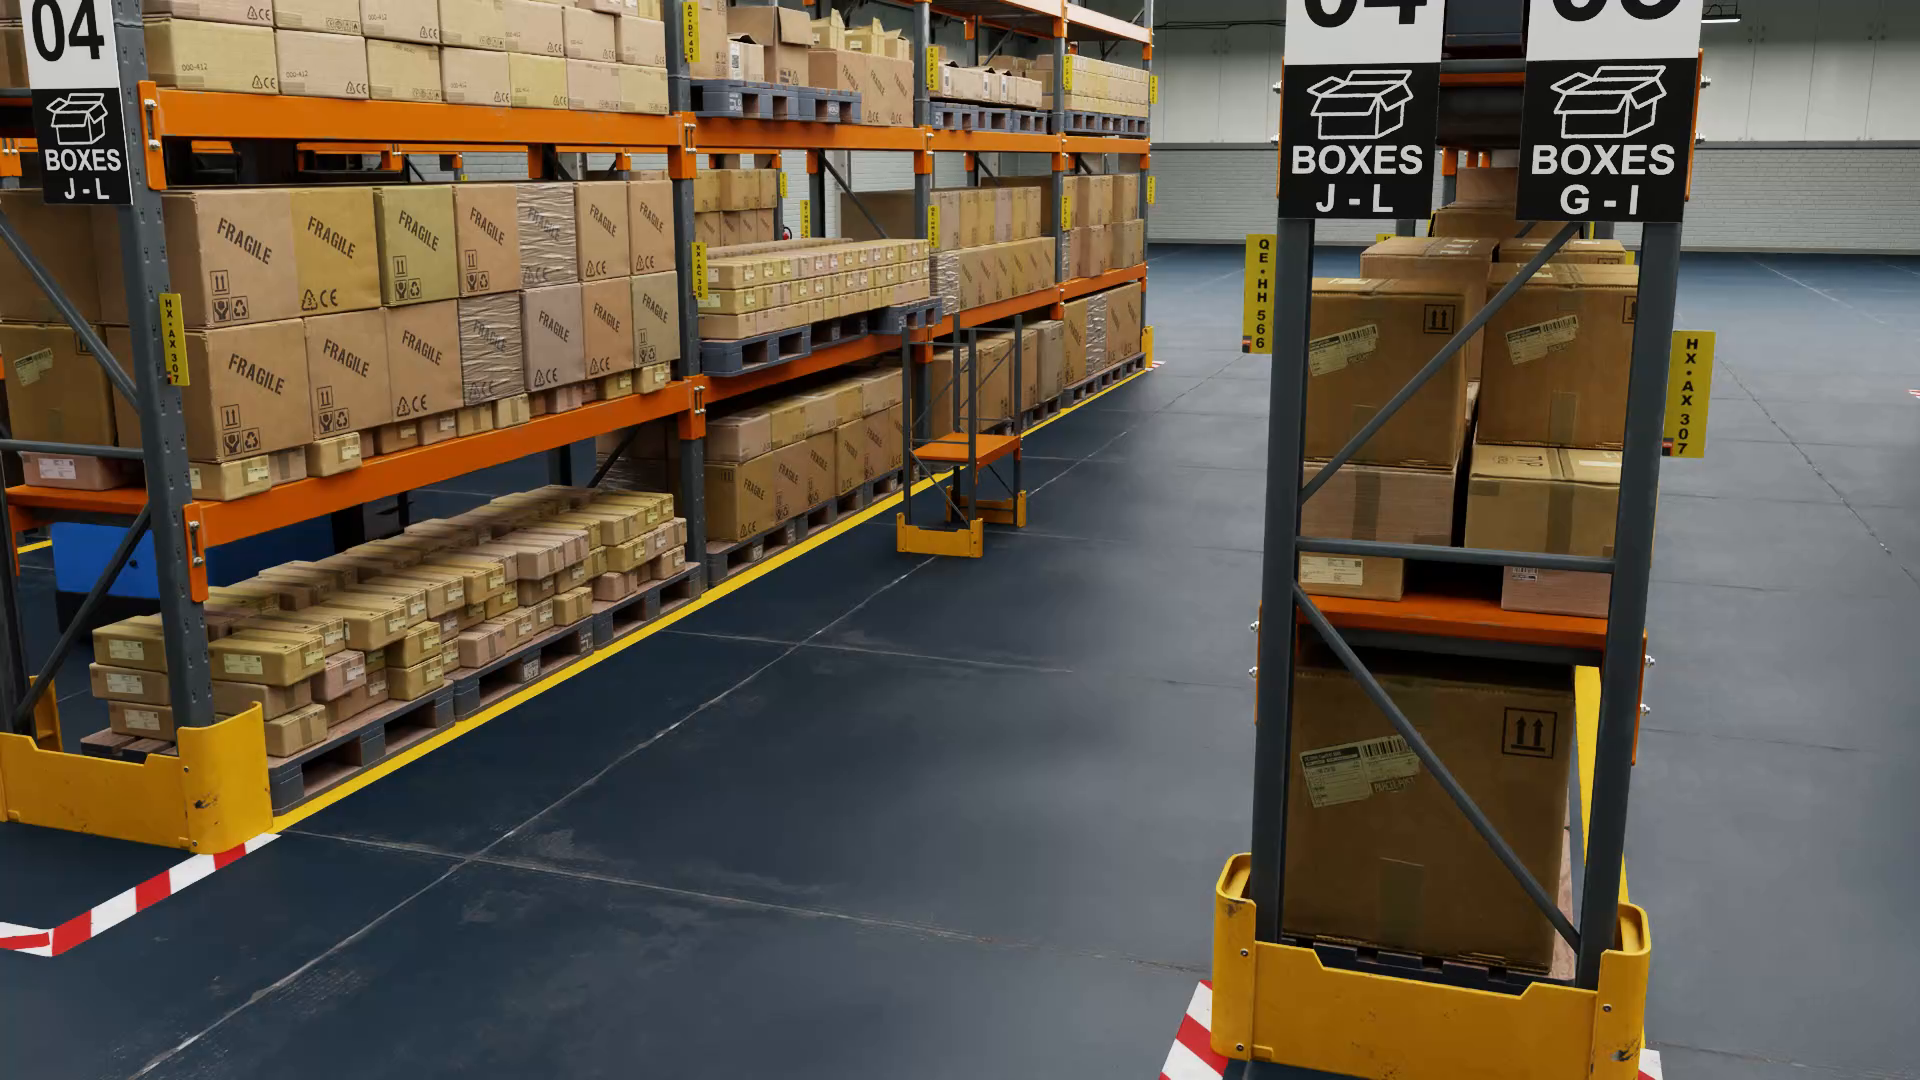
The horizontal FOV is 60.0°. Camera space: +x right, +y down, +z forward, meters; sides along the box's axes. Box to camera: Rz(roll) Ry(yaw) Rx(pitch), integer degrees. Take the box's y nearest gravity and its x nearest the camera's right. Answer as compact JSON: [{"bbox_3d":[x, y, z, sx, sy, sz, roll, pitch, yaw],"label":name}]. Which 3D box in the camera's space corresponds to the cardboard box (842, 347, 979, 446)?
[{"bbox_3d":[-0.450,-1.246,14.316,1.050,0.750,0.750,4,14,18],"label":"cardboard box"}]

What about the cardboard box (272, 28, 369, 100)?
[{"bbox_3d":[-2.758,-1.907,6.700,0.500,0.250,0.500,5,14,20],"label":"cardboard box"}]

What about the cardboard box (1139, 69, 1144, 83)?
[{"bbox_3d":[1.987,-5.535,19.859,0.380,0.149,0.250,4,14,19],"label":"cardboard box"}]

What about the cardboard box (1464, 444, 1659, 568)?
[{"bbox_3d":[1.751,-0.107,4.883,0.500,0.250,0.500,4,13,17],"label":"cardboard box"}]

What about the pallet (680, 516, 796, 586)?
[{"bbox_3d":[-1.775,0.022,10.918,1.003,0.211,1.213,4,14,18],"label":"pallet"}]

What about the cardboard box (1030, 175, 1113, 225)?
[{"bbox_3d":[1.251,-3.873,18.952,0.875,0.550,0.500,4,14,18],"label":"cardboard box"}]

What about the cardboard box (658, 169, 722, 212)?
[{"bbox_3d":[-3.350,-4.277,20.348,0.700,0.500,0.500,4,14,18],"label":"cardboard box"}]

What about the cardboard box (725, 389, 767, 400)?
[{"bbox_3d":[-1.688,-0.920,11.766,0.500,0.250,0.500,4,13,16],"label":"cardboard box"}]

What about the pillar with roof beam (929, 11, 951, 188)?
[{"bbox_3d":[3.203,-11.978,43.746,9.100,9.000,0.548,4,14,18],"label":"pillar with roof beam"}]

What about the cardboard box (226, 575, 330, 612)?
[{"bbox_3d":[-3.146,0.272,7.683,0.380,0.149,0.250,4,13,16],"label":"cardboard box"}]

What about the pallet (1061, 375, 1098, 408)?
[{"bbox_3d":[0.883,-1.653,18.256,1.003,0.211,1.213,4,14,18],"label":"pallet"}]

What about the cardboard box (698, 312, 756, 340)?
[{"bbox_3d":[-1.463,-1.306,10.089,0.380,0.149,0.250,4,13,16],"label":"cardboard box"}]

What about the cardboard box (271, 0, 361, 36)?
[{"bbox_3d":[-2.764,-2.148,6.631,0.500,0.250,0.500,4,14,18],"label":"cardboard box"}]

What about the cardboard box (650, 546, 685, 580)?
[{"bbox_3d":[-1.830,0.119,9.690,0.380,0.149,0.250,5,14,19],"label":"cardboard box"}]

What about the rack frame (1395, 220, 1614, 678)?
[{"bbox_3d":[2.635,-0.795,8.231,1.000,3.000,0.127,4,14,18],"label":"rack frame"}]

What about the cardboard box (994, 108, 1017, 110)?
[{"bbox_3d":[0.378,-4.551,17.342,0.380,0.149,0.250,4,14,18],"label":"cardboard box"}]

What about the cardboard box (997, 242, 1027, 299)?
[{"bbox_3d":[0.320,-2.565,15.760,0.500,0.500,0.500,5,14,19],"label":"cardboard box"}]

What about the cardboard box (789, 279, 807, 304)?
[{"bbox_3d":[-1.215,-1.615,10.774,0.380,0.149,0.250,4,13,16],"label":"cardboard box"}]

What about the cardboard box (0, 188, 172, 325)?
[{"bbox_3d":[-3.407,-1.127,6.544,0.500,0.500,0.500,4,13,17],"label":"cardboard box"}]

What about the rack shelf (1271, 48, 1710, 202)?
[{"bbox_3d":[1.987,-1.486,6.133,1.077,0.370,4.000,4,14,18],"label":"rack shelf"}]

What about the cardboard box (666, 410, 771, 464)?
[{"bbox_3d":[-1.537,-0.662,10.635,0.500,0.250,0.500,4,13,16],"label":"cardboard box"}]

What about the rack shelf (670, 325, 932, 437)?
[{"bbox_3d":[-1.379,-1.244,11.814,1.077,0.370,4.000,4,14,18],"label":"rack shelf"}]

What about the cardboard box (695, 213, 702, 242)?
[{"bbox_3d":[-3.433,-3.672,19.940,0.500,0.500,0.500,4,14,18],"label":"cardboard box"}]

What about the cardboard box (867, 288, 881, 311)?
[{"bbox_3d":[-0.791,-1.746,12.017,0.380,0.149,0.250,4,13,16],"label":"cardboard box"}]

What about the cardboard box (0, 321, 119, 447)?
[{"bbox_3d":[-3.418,-0.638,6.651,0.500,0.500,0.500,5,14,20],"label":"cardboard box"}]

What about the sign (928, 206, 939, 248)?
[{"bbox_3d":[-0.215,-2.505,13.297,0.100,0.325,0.005,4,14,18],"label":"sign"}]

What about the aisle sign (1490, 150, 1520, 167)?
[{"bbox_3d":[6.253,-4.624,19.164,0.394,0.787,0.004,4,14,18],"label":"aisle sign"}]

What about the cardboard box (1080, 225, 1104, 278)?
[{"bbox_3d":[1.113,-3.232,18.572,0.875,0.550,0.550,4,14,18],"label":"cardboard box"}]

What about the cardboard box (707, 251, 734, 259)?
[{"bbox_3d":[-1.742,-1.862,11.190,0.380,0.149,0.250,4,13,17],"label":"cardboard box"}]

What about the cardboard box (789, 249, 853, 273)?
[{"bbox_3d":[-0.962,-1.925,11.465,0.380,0.149,0.250,5,14,20],"label":"cardboard box"}]

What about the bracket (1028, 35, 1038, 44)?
[{"bbox_3d":[2.308,-15.867,52.695,0.235,0.232,0.430,4,14,18],"label":"bracket"}]

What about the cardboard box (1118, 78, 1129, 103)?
[{"bbox_3d":[1.637,-5.154,19.087,0.500,0.250,0.500,4,14,18],"label":"cardboard box"}]

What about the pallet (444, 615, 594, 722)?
[{"bbox_3d":[-2.603,0.588,8.439,1.003,0.211,1.213,4,14,18],"label":"pallet"}]

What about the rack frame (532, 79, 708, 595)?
[{"bbox_3d":[-2.026,-1.174,9.889,1.000,3.000,0.127,4,14,18],"label":"rack frame"}]

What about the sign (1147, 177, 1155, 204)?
[{"bbox_3d":[2.366,-4.338,20.620,0.100,0.325,0.005,4,14,18],"label":"sign"}]

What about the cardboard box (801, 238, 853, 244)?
[{"bbox_3d":[-1.066,-2.304,13.125,0.380,0.149,0.250,4,14,18],"label":"cardboard box"}]

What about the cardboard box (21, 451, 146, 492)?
[{"bbox_3d":[-3.482,-0.298,6.617,0.380,0.149,0.250,4,14,18],"label":"cardboard box"}]

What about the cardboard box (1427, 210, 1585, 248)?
[{"bbox_3d":[2.833,-1.468,8.700,0.797,0.503,0.637,4,13,17],"label":"cardboard box"}]

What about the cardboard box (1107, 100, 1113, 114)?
[{"bbox_3d":[1.494,-4.824,18.537,0.380,0.149,0.250,5,14,19],"label":"cardboard box"}]

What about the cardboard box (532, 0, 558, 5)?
[{"bbox_3d":[-2.198,-2.695,8.133,0.380,0.149,0.250,4,13,16],"label":"cardboard box"}]

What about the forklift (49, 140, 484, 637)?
[{"bbox_3d":[-3.985,-1.148,9.931,1.130,2.935,3.031,4,13,15],"label":"forklift"}]

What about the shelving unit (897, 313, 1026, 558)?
[{"bbox_3d":[0.025,-0.747,11.391,0.587,1.500,1.083,4,14,18],"label":"shelving unit"}]

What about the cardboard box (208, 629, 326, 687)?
[{"bbox_3d":[-2.829,0.478,6.780,0.380,0.149,0.250,4,13,16],"label":"cardboard box"}]

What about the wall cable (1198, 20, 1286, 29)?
[{"bbox_3d":[8.763,-16.825,50.387,3.097,2.526,0.112,4,14,18],"label":"wall cable"}]

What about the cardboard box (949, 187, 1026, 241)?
[{"bbox_3d":[0.243,-3.181,16.212,0.700,0.500,0.500,4,13,17],"label":"cardboard box"}]

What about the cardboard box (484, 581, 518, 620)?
[{"bbox_3d":[-2.443,0.280,8.314,0.380,0.149,0.250,5,14,21],"label":"cardboard box"}]

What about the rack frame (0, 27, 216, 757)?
[{"bbox_3d":[-3.320,-0.331,6.199,1.000,3.000,0.127,4,14,18],"label":"rack frame"}]

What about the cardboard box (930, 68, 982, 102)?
[{"bbox_3d":[-0.127,-3.901,14.265,0.500,0.250,0.500,5,14,20],"label":"cardboard box"}]

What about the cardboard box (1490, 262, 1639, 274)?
[{"bbox_3d":[2.075,-0.687,5.740,0.500,0.500,0.500,4,13,17],"label":"cardboard box"}]

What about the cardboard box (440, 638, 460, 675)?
[{"bbox_3d":[-2.588,0.546,7.817,0.380,0.149,0.250,4,14,19],"label":"cardboard box"}]

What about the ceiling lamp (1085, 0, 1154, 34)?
[{"bbox_3d":[4.315,-15.242,44.926,2.000,3.185,0.800,4,14,18],"label":"ceiling lamp"}]

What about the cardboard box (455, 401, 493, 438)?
[{"bbox_3d":[-2.449,-0.586,7.878,0.380,0.149,0.250,5,14,20],"label":"cardboard box"}]

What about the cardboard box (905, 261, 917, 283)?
[{"bbox_3d":[-0.545,-2.050,12.681,0.380,0.149,0.250,5,14,21],"label":"cardboard box"}]

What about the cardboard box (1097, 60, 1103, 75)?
[{"bbox_3d":[1.330,-5.107,17.986,0.380,0.149,0.250,5,14,19],"label":"cardboard box"}]

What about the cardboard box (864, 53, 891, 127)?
[{"bbox_3d":[-0.825,-3.282,12.162,0.500,0.500,0.500,4,14,18],"label":"cardboard box"}]

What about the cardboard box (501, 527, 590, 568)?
[{"bbox_3d":[-2.172,0.037,8.709,0.380,0.149,0.250,4,13,16],"label":"cardboard box"}]

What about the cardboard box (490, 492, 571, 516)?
[{"bbox_3d":[-2.479,-0.167,9.606,0.380,0.149,0.250,5,14,21],"label":"cardboard box"}]

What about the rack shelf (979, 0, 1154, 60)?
[{"bbox_3d":[1.210,-5.658,18.571,1.077,0.370,4.000,4,14,18],"label":"rack shelf"}]
